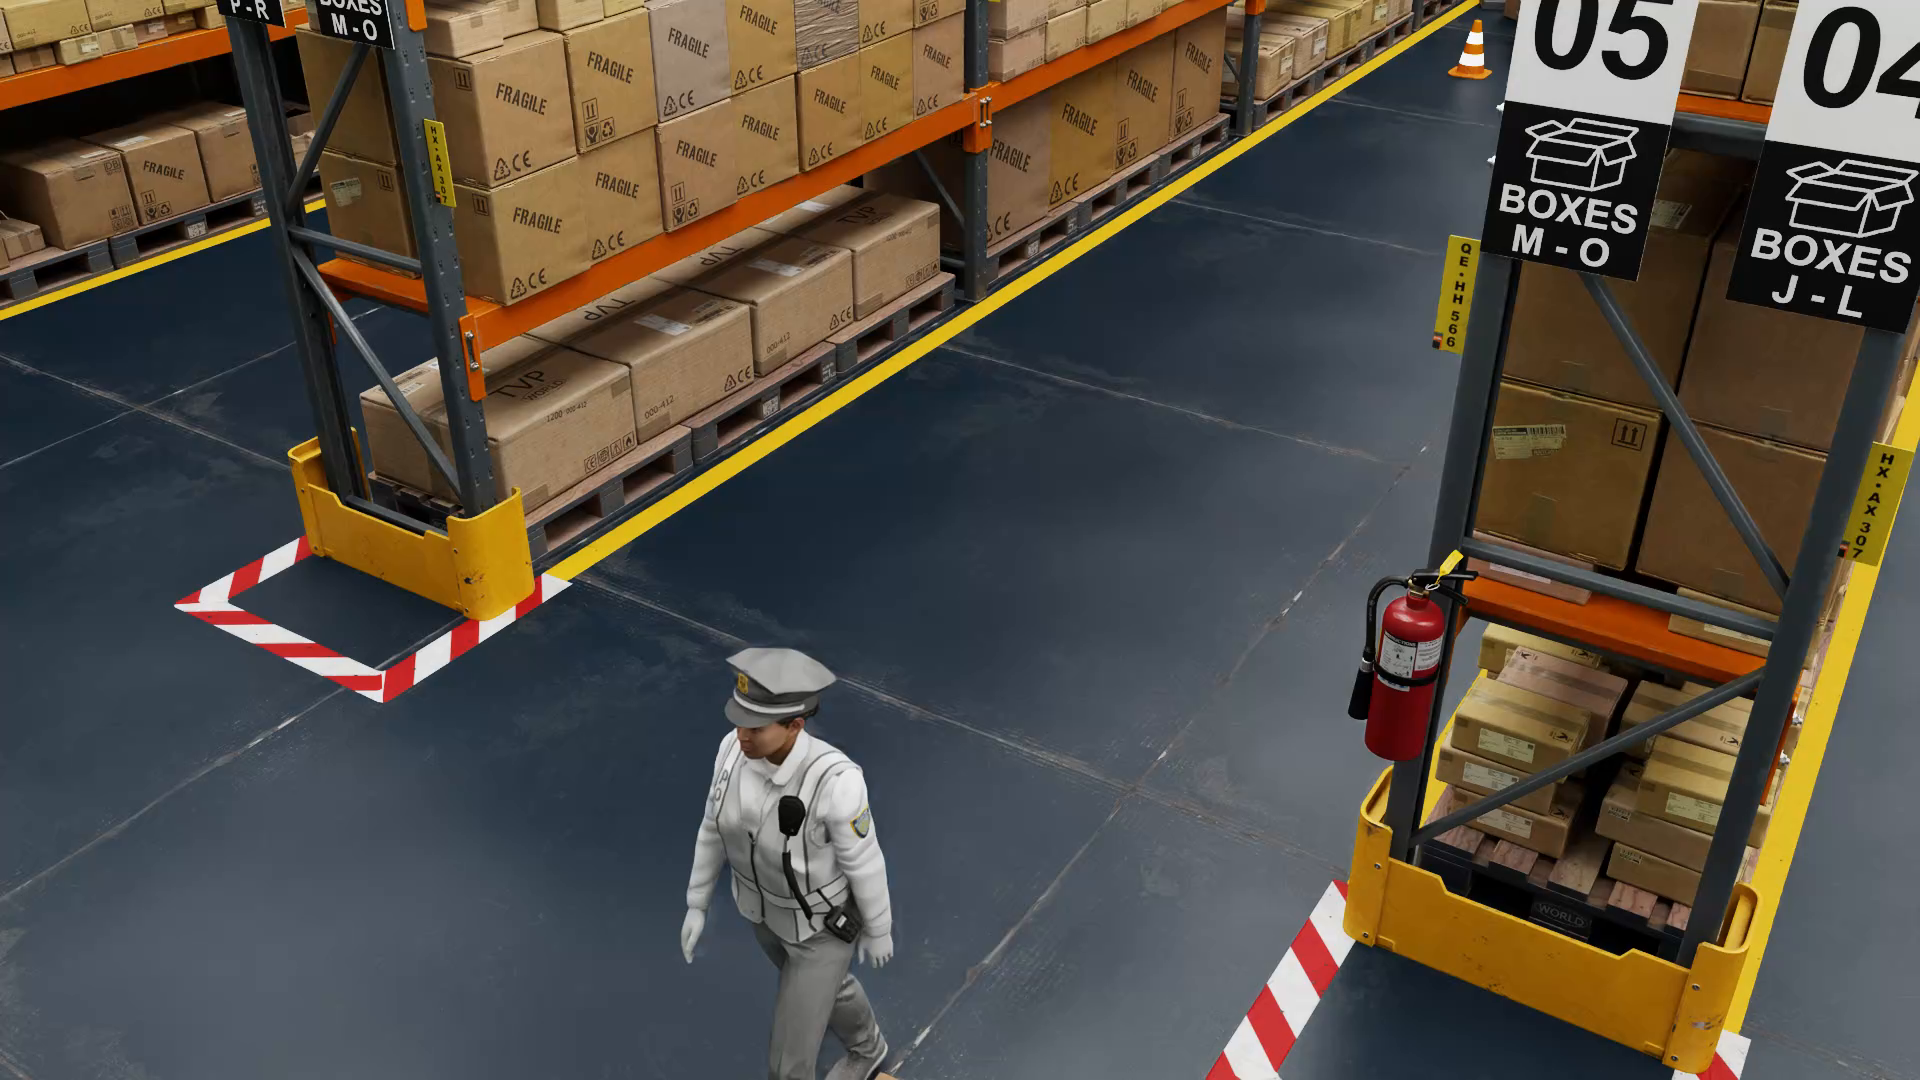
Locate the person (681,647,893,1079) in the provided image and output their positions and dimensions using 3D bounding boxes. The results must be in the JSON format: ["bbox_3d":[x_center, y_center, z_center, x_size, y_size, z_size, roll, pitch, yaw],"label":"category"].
[{"bbox_3d":[-0.475,1.021,4.401,0.522,1.706,0.773,22,37,33],"label":"person"}]
